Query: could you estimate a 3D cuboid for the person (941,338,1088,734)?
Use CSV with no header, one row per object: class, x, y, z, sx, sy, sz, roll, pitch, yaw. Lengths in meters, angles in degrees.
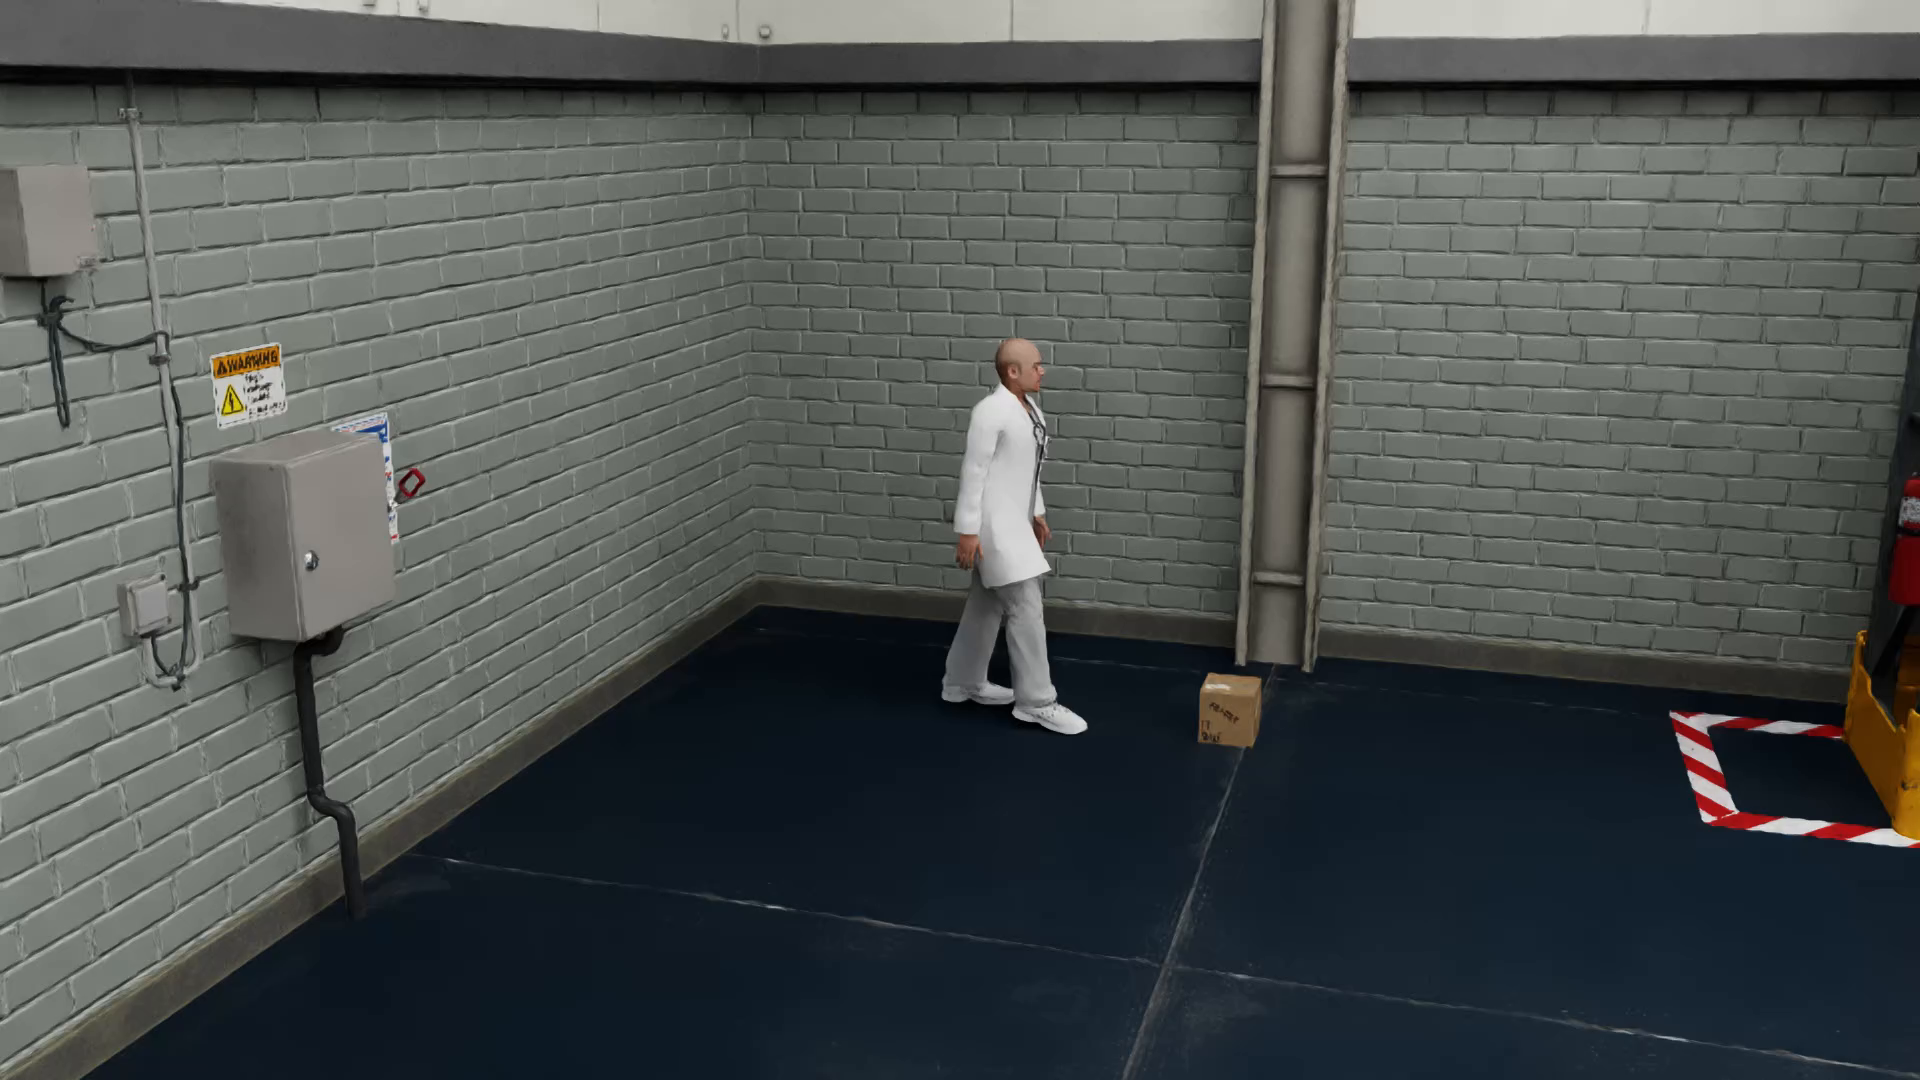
person,0.272,-0.052,7.702,0.760,1.773,0.577,4,15,14
